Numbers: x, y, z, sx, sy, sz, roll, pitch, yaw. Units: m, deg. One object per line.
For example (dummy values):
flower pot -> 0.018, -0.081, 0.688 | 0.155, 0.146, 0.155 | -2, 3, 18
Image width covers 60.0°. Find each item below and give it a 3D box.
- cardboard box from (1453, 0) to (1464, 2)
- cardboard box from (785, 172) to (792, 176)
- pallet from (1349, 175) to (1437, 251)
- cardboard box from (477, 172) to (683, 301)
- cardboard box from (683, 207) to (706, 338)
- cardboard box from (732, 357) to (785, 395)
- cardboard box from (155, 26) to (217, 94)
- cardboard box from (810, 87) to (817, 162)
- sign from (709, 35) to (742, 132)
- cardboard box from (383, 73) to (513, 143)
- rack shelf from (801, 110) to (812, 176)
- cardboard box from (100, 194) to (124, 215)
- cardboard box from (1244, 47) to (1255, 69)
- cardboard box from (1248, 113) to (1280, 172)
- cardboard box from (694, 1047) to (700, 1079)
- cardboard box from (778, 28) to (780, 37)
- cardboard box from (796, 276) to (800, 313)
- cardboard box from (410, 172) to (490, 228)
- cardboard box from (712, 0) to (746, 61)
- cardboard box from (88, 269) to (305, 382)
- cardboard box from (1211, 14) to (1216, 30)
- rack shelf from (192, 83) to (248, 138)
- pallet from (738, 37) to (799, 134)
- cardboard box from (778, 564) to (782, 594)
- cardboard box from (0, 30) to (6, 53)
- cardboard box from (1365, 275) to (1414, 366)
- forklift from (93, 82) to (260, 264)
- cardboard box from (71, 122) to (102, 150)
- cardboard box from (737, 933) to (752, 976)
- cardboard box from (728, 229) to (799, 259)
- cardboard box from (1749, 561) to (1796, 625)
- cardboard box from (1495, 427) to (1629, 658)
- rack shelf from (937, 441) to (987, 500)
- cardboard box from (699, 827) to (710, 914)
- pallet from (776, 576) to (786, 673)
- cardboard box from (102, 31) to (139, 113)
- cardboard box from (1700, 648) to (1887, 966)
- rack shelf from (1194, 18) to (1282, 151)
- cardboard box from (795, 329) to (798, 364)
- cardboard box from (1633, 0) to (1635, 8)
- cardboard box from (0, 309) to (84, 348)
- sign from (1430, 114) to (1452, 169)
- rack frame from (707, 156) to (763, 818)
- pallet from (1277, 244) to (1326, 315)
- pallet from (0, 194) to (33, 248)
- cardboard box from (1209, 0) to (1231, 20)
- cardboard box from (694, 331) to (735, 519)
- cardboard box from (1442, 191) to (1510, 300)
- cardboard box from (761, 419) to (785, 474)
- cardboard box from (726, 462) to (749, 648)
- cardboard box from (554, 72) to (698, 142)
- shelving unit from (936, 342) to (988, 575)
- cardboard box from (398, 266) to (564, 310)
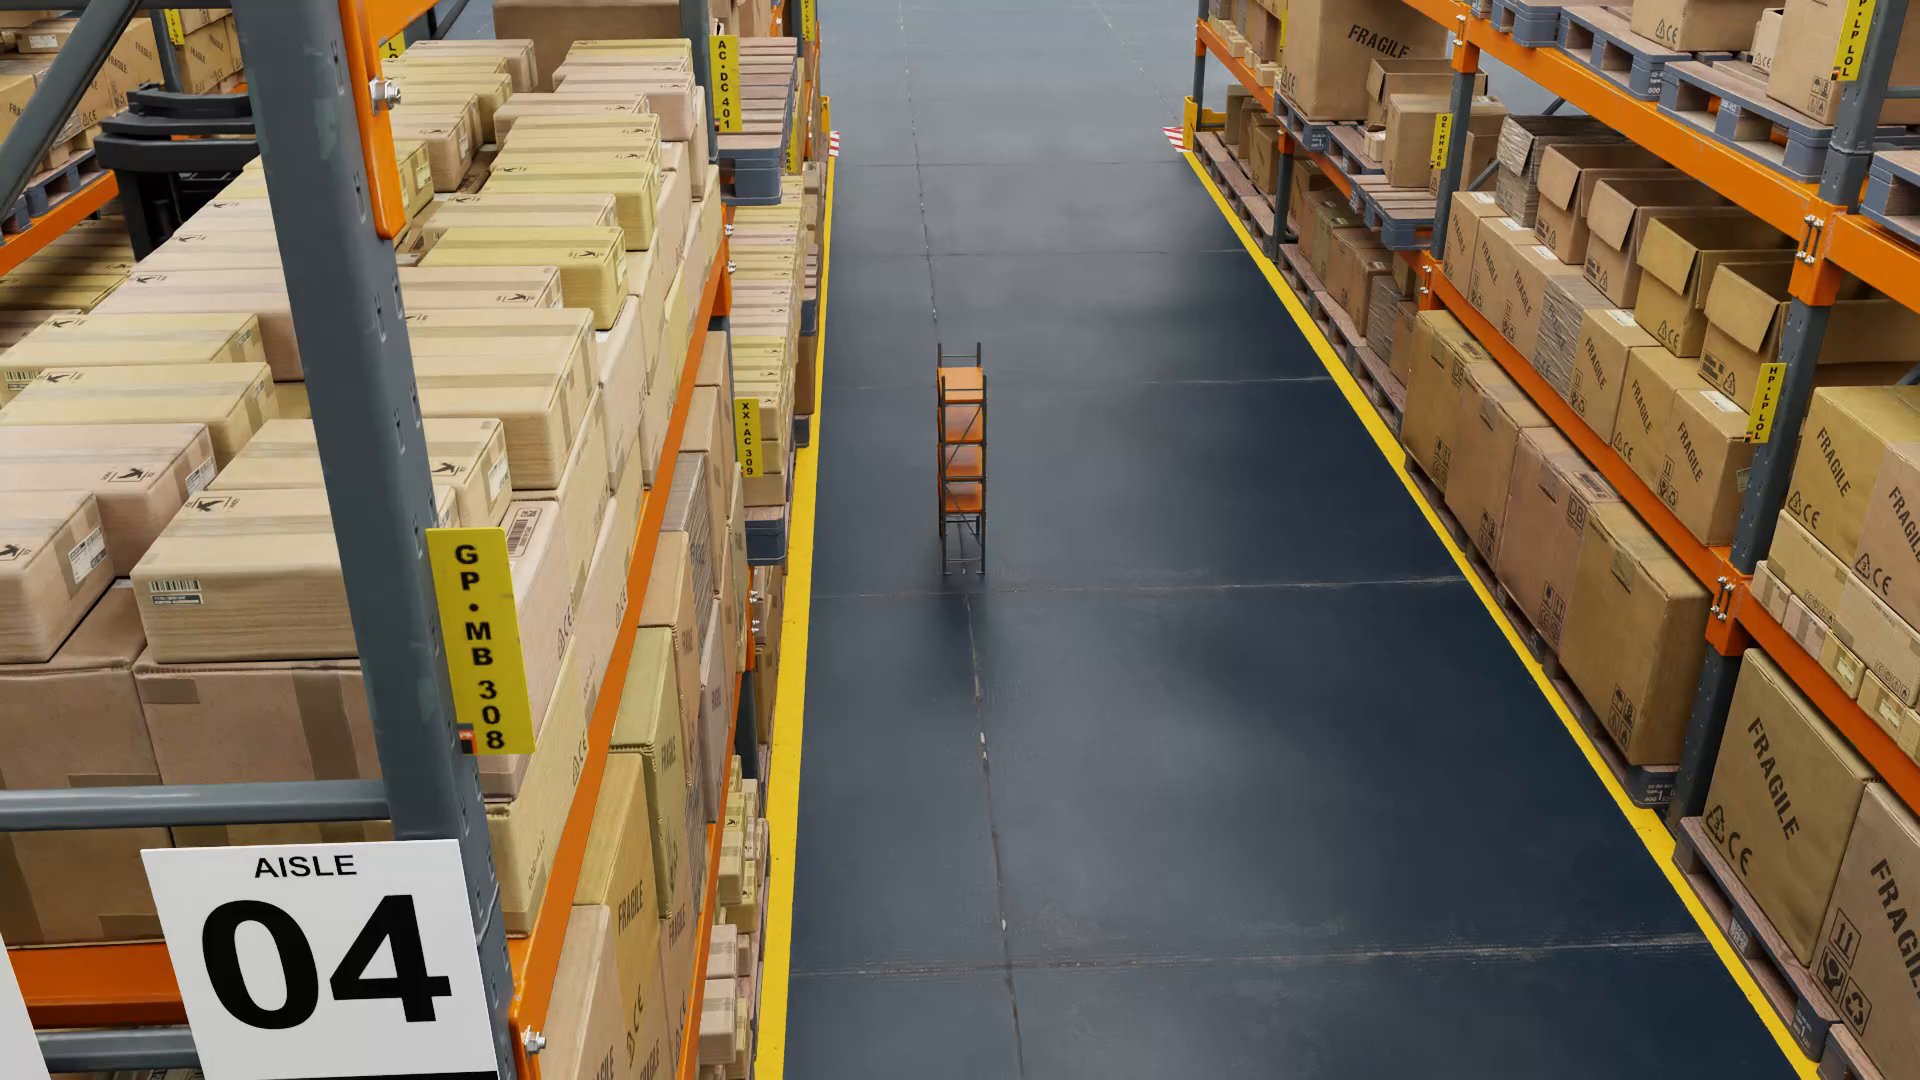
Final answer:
cardboard box -> 3.133, -3.383, 9.912 | 0.500, 0.250, 0.500 | -1, 28, -3
cardboard box -> -1.310, -2.091, 10.408 | 0.500, 0.500, 0.500 | -1, 28, -2
pallet -> 3.259, -2.148, 10.831 | 1.213, 0.211, 1.003 | -1, 28, -3
cardboard box -> -1.022, -0.783, 4.385 | 0.500, 0.250, 0.500 | 0, 28, -1
cardboard box -> -1.037, -0.798, 4.955 | 0.500, 0.250, 0.500 | -1, 28, -3
cardboard box -> -0.929, -0.646, 6.919 | 0.380, 0.149, 0.250 | -1, 28, -1
cardboard box -> -6.448, -3.900, 13.554 | 0.500, 0.500, 0.500 | -1, 28, -3
cardboard box -> -1.779, -3.633, 15.315 | 0.875, 0.875, 0.875 | -1, 28, -2
sign -> -0.806, -1.562, 5.698 | 0.100, 0.325, 0.005 | -1, 28, -3
cardboard box -> -1.523, -1.267, 4.881 | 0.380, 0.149, 0.250 | -2, 28, -3
rack shelf -> -1.660, -2.438, 11.958 | 1.077, 0.370, 4.000 | -1, 28, -3
cardboard box -> -7.002, -3.080, 14.121 | 0.500, 0.500, 0.500 | -2, 28, -3
cardboard box -> 2.825, -4.427, 15.266 | 0.380, 0.149, 0.250 | -1, 28, -3
cardboard box -> 3.080, -3.825, 16.089 | 0.500, 0.500, 0.500 | 1, 28, 2
cardboard box -> -1.024, 1.704, 5.224 | 0.380, 0.149, 0.250 | -1, 28, -3
cardboard box -> -1.704, -3.701, 12.414 | 0.700, 0.500, 0.500 | -2, 28, -3
cardboard box -> -1.006, -1.227, 8.355 | 0.380, 0.149, 0.250 | -1, 28, -1
cardboard box -> -1.528, -0.780, 4.380 | 0.500, 0.250, 0.500 | -1, 28, -2
cardboard box -> -1.297, -2.264, 7.038 | 0.797, 0.503, 0.637 | -2, 28, -3
cardboard box -> -1.453, -0.419, 3.257 | 0.380, 0.149, 0.250 | -2, 28, -4
cardboard box -> 2.755, -5.236, 16.817 | 0.380, 0.149, 0.250 | -1, 28, -3
rack shelf -> -6.807, -4.119, 15.181 | 1.077, 0.370, 4.000 | -1, 28, -3
pallet -> -1.330, -1.999, 7.299 | 1.213, 0.211, 1.003 | -1, 28, -3
cardboard box -> -1.191, 0.103, 8.558 | 0.500, 0.500, 0.500 | -1, 28, -2
cardboard box -> -6.872, -3.439, 11.515 | 0.380, 0.149, 0.250 | 0, 28, 0
cardboard box -> 3.306, -1.558, 11.720 | 0.700, 0.500, 0.500 | -4, 28, -7
forklift -> -3.204, -0.849, 8.209 | 1.130, 2.935, 3.031 | -2, 28, -3
cardboard box -> -6.361, -2.886, 11.858 | 0.380, 0.149, 0.250 | -1, 28, -3
cardboard box -> -0.978, 1.507, 6.245 | 0.380, 0.149, 0.250 | -2, 28, -4
cardboard box -> -1.024, -1.485, 8.527 | 0.380, 0.149, 0.250 | -1, 28, -3
cardboard box -> 3.295, 0.197, 6.400 | 0.380, 0.149, 0.250 | -1, 28, -3
cardboard box -> 3.510, -0.011, 8.370 | 1.225, 0.875, 0.875 | -2, 28, -4
rack shelf -> 0.009, -0.396, 9.357 | 0.258, 0.148, 0.480 | -1, 28, -3
cardboard box -> -0.945, 0.972, 4.914 | 0.380, 0.149, 0.250 | -1, 28, -2
pallet -> -1.456, 0.326, 8.896 | 1.003, 0.211, 1.213 | -1, 28, -3
cardboard box -> -6.422, -3.440, 12.218 | 0.500, 0.500, 0.500 | -1, 28, -2
cardboard box -> 3.566, 1.004, 6.425 | 0.875, 0.875, 0.875 | -1, 28, -3
rack shelf -> 3.089, -4.358, 15.640 | 1.077, 0.370, 4.000 | -1, 28, -3
cardboard box -> -0.992, -0.973, 8.189 | 0.380, 0.149, 0.250 | -3, 28, -5
cardboard box -> 3.639, -2.790, 8.050 | 0.500, 0.500, 0.500 | 0, 28, 0
cardboard box -> -6.560, -1.290, 11.366 | 0.950, 0.372, 0.625 | -2, 28, -4
sign -> 2.861, -2.367, 9.878 | 0.100, 0.325, 0.005 | -1, 28, -3
rack frame -> -1.347, 0.014, 6.479 | 1.000, 3.000, 0.127 | -1, 28, -3
pallet -> 3.236, -2.157, 13.658 | 1.003, 0.211, 1.213 | -1, 28, -3
pallet -> -6.638, -1.908, 10.373 | 1.213, 0.211, 1.003 | -1, 28, -3
cardboard box -> 2.986, -5.522, 16.664 | 0.875, 0.500, 0.500 | -1, 28, -3
cardboard box -> -1.053, -0.395, 5.752 | 0.500, 0.500, 0.500 | -2, 28, -4
cardboard box -> 3.156, -1.719, 9.695 | 0.500, 0.500, 0.500 | -1, 28, -1
cardboard box -> -0.908, -0.385, 6.741 | 0.380, 0.149, 0.250 | -1, 28, -2
cardboard box -> -1.040, 0.055, 5.972 | 0.500, 0.500, 0.500 | -1, 28, -3
cardboard box -> -0.979, -1.276, 4.900 | 0.380, 0.149, 0.250 | -1, 28, -3
shelving unit -> 0.009, -0.456, 9.326 | 0.258, 1.200, 0.503 | -1, 28, -3
cardboard box -> -0.995, -0.429, 3.277 | 0.380, 0.149, 0.250 | -1, 28, -1
